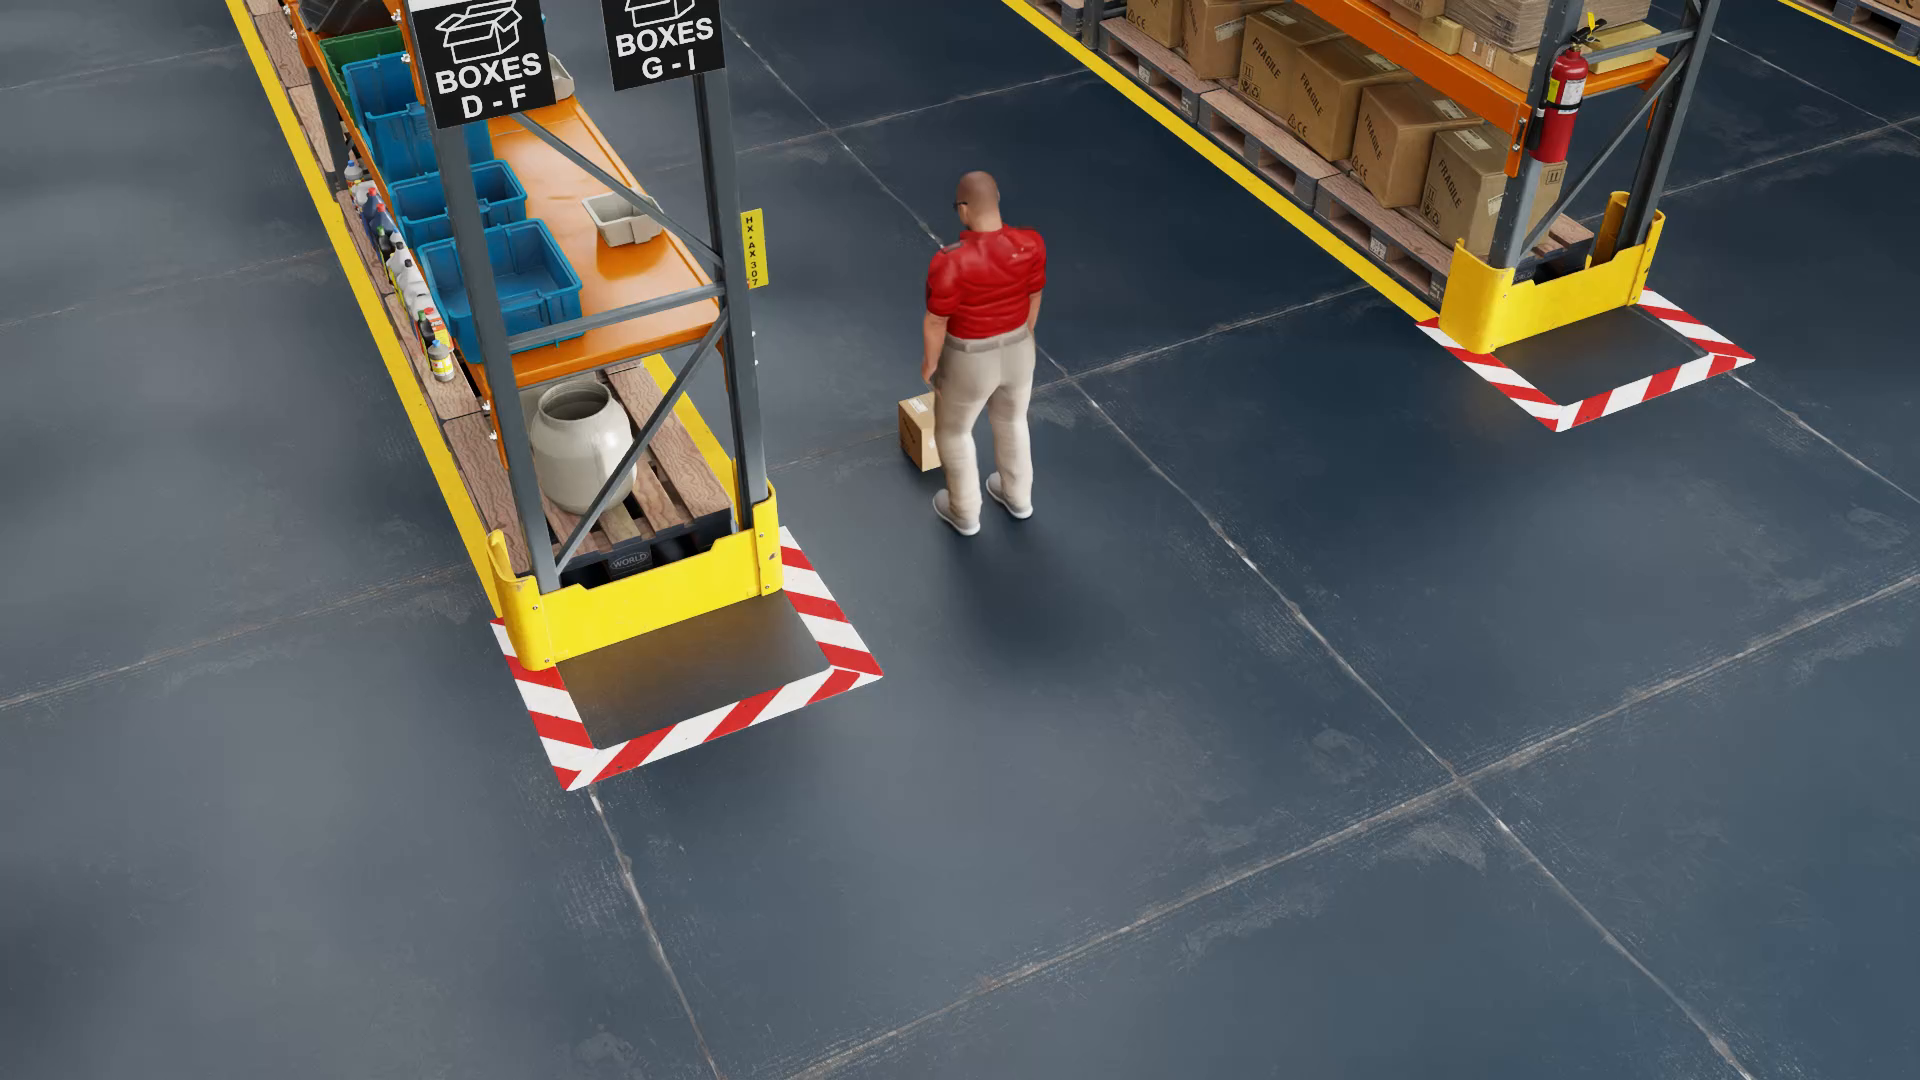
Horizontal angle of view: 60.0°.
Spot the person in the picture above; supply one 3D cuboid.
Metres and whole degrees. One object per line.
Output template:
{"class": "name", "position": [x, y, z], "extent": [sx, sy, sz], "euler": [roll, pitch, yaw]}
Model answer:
{"class": "person", "position": [0.085, -0.762, 7.084], "extent": [0.550, 1.694, 0.396], "euler": [-18, 44, -19]}
